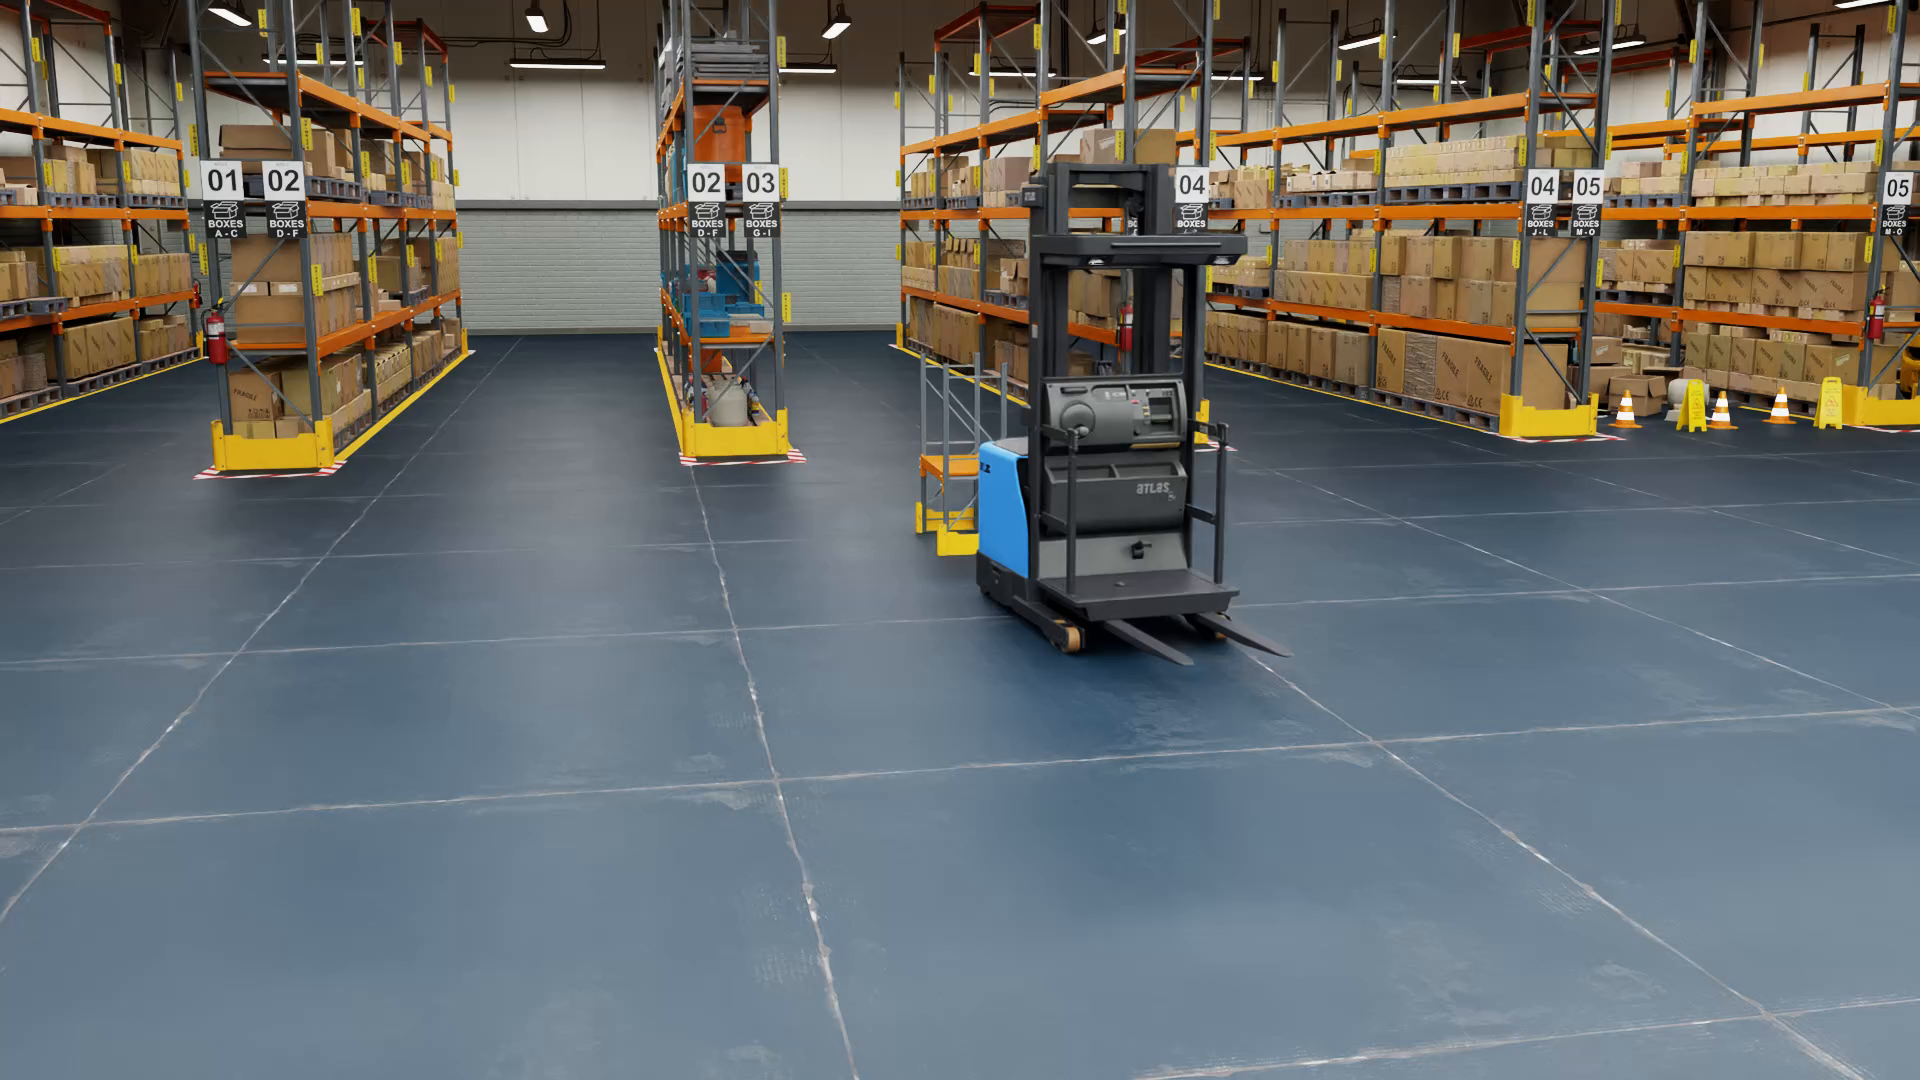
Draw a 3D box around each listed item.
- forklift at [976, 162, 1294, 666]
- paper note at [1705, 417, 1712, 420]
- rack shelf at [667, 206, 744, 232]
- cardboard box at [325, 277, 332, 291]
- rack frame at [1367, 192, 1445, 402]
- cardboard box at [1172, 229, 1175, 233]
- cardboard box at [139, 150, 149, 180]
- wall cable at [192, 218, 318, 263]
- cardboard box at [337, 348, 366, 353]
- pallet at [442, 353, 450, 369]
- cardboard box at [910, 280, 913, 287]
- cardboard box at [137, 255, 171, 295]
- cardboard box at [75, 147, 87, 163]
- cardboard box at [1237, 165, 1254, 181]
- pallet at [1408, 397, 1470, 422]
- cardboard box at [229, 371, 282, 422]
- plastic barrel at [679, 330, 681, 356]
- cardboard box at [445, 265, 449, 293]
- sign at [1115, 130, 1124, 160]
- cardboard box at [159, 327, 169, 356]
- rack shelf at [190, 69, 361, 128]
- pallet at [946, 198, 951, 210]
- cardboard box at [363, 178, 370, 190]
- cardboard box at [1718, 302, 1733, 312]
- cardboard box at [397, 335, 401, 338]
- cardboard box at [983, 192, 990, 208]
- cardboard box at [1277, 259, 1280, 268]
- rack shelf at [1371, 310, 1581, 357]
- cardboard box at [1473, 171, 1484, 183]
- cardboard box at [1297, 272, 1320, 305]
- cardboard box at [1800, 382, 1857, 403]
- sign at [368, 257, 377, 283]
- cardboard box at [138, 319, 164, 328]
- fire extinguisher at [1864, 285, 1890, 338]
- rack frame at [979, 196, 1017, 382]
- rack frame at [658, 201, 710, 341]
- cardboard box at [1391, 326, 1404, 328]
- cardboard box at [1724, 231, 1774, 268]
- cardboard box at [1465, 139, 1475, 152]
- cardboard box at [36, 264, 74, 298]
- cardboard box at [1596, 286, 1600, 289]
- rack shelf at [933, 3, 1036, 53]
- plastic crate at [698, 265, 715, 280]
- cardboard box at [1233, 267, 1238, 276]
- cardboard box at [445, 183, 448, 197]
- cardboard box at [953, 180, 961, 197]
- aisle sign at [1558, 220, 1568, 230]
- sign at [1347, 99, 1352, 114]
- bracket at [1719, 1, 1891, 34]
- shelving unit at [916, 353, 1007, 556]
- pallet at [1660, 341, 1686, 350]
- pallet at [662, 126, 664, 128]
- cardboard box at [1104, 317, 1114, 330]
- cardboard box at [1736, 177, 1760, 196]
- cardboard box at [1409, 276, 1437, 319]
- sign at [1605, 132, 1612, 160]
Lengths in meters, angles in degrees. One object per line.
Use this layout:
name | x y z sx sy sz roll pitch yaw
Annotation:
forklift | 1.055 -0.836 10.250 1.130 2.935 3.031 -3 11 -18
paper note | 9.959 -1.627 22.160 0.148 0.019 0.142 -6 13 -31
rack shelf | -3.651 -4.664 24.081 1.077 0.370 4.000 -2 11 -11
cardboard box | -7.461 -2.948 19.160 0.380 0.149 0.250 -2 11 -12
rack frame | 6.481 -3.519 24.163 1.000 3.000 0.127 -2 11 -11
cardboard box | 4.463 -5.844 32.640 0.500 0.500 0.500 -2 11 -13
cardboard box | -14.505 -6.543 29.032 0.500 0.500 0.500 -2 11 -12
wall cable | -16.063 -7.490 37.285 3.097 2.526 0.112 -2 11 -11
cardboard box | -8.975 -2.660 24.379 0.500 0.311 0.500 -2 11 -12
pallet | -9.810 -3.221 30.056 1.003 0.211 1.213 -2 11 -11
cardboard box | -0.790 -5.169 33.505 0.380 0.149 0.250 -2 11 -12
cardboard box | -14.913 -4.799 30.084 0.980 0.700 0.700 -3 11 -14
cardboard box | -14.493 -6.225 26.909 0.500 0.250 0.500 -1 11 -7
cardboard box | 5.100 -6.451 29.232 0.396 0.266 0.258 -2 11 -11
pallet | 6.793 -1.783 22.499 1.003 0.211 1.213 -2 11 -11
cardboard box | -7.740 -1.576 18.177 0.500 0.500 0.500 -2 11 -11
plastic barrel | -4.591 -3.590 29.023 0.600 0.901 0.708 -2 11 -11
cardboard box | -9.707 -4.803 30.642 0.500 0.500 0.500 -2 11 -11
sign | 1.826 -4.516 19.009 0.100 0.325 0.005 -2 11 -11
cardboard box | -14.773 -3.590 30.097 0.700 0.500 0.500 -2 11 -10
rack shelf | -7.732 -5.028 19.041 1.077 0.370 4.000 -2 11 -11
pallet | 0.267 -6.038 29.885 0.805 0.209 1.217 -3 11 -13
cardboard box | -8.433 -4.957 22.972 0.500 0.250 0.500 -3 11 -16
cardboard box | 11.259 -3.386 24.137 0.380 0.149 0.250 -2 11 -9
cardboard box | -9.618 -3.166 27.818 0.500 0.500 0.500 -2 11 -10
cardboard box | 0.660 -5.395 26.400 0.500 0.250 0.500 -2 11 -10
cardboard box | 5.705 -4.814 28.924 0.380 0.149 0.250 -2 11 -11
rack shelf | 6.870 -2.799 22.304 1.077 0.370 4.000 -2 11 -11
cardboard box | 6.715 -4.579 20.993 0.380 0.149 0.250 -2 11 -10
cardboard box | 5.725 -4.024 26.549 0.500 0.500 0.500 -2 11 -11
cardboard box | 11.669 -1.982 22.321 0.500 0.250 0.500 -2 11 -11
sign | -7.577 -3.482 21.443 0.100 0.325 0.005 -2 11 -11
cardboard box | -14.570 -3.887 29.925 0.380 0.149 0.250 -2 11 -13
fire extinguisher | 11.665 -2.908 21.161 0.296 0.674 0.183 -2 11 -11
rack frame | 0.819 -4.091 27.168 1.000 3.000 0.127 -2 11 -11
rack frame | -5.596 -5.378 33.930 1.000 3.000 0.127 -2 11 -11
cardboard box | 9.570 -4.416 34.604 0.875 0.438 0.875 -2 11 -13
cardboard box | 11.339 -4.128 23.625 0.700 0.500 0.500 -2 11 -12
cardboard box | 6.665 -5.018 21.167 0.380 0.149 0.250 -2 11 -11
cardboard box | -13.601 -3.854 24.806 0.500 0.500 0.500 -2 11 -9
cardboard box | 10.700 -4.220 27.394 0.380 0.149 0.250 -2 11 -9
rack shelf | 0.430 -8.684 28.290 1.077 0.370 4.000 -2 11 -11
plastic crate | -4.745 -4.878 30.972 0.402 0.464 0.583 -2 11 -11
cardboard box | 5.005 -4.699 29.114 0.380 0.149 0.250 -2 11 -11
cardboard box | -9.914 -6.576 31.264 0.500 0.250 0.500 -2 11 -11
cardboard box | 0.166 -6.256 29.636 0.500 0.311 0.500 -3 11 -13
aisle sign | 13.550 -7.379 37.488 0.394 0.787 0.004 -2 11 -11
sign | 8.438 -9.383 36.007 0.100 0.325 0.005 -2 11 -11
bracket | 15.615 -9.677 30.846 0.076 0.066 4.783 -2 11 -11
shelving unit | 0.015 -0.723 13.483 0.587 1.500 1.083 -2 11 -11
pallet | 14.825 -3.848 33.352 1.003 0.211 1.213 -2 11 -11
pallet | -4.627 -7.152 28.778 1.003 0.211 1.213 -2 11 -11
cardboard box | 1.969 -2.635 20.190 0.380 0.149 0.250 -2 11 -11
cardboard box | 11.328 -4.986 23.456 0.500 0.250 0.500 -2 11 -10
cardboard box | 6.684 -3.322 22.728 0.875 0.550 0.550 -2 11 -11
sign | 7.805 -4.746 20.040 0.100 0.325 0.005 -2 11 -11
